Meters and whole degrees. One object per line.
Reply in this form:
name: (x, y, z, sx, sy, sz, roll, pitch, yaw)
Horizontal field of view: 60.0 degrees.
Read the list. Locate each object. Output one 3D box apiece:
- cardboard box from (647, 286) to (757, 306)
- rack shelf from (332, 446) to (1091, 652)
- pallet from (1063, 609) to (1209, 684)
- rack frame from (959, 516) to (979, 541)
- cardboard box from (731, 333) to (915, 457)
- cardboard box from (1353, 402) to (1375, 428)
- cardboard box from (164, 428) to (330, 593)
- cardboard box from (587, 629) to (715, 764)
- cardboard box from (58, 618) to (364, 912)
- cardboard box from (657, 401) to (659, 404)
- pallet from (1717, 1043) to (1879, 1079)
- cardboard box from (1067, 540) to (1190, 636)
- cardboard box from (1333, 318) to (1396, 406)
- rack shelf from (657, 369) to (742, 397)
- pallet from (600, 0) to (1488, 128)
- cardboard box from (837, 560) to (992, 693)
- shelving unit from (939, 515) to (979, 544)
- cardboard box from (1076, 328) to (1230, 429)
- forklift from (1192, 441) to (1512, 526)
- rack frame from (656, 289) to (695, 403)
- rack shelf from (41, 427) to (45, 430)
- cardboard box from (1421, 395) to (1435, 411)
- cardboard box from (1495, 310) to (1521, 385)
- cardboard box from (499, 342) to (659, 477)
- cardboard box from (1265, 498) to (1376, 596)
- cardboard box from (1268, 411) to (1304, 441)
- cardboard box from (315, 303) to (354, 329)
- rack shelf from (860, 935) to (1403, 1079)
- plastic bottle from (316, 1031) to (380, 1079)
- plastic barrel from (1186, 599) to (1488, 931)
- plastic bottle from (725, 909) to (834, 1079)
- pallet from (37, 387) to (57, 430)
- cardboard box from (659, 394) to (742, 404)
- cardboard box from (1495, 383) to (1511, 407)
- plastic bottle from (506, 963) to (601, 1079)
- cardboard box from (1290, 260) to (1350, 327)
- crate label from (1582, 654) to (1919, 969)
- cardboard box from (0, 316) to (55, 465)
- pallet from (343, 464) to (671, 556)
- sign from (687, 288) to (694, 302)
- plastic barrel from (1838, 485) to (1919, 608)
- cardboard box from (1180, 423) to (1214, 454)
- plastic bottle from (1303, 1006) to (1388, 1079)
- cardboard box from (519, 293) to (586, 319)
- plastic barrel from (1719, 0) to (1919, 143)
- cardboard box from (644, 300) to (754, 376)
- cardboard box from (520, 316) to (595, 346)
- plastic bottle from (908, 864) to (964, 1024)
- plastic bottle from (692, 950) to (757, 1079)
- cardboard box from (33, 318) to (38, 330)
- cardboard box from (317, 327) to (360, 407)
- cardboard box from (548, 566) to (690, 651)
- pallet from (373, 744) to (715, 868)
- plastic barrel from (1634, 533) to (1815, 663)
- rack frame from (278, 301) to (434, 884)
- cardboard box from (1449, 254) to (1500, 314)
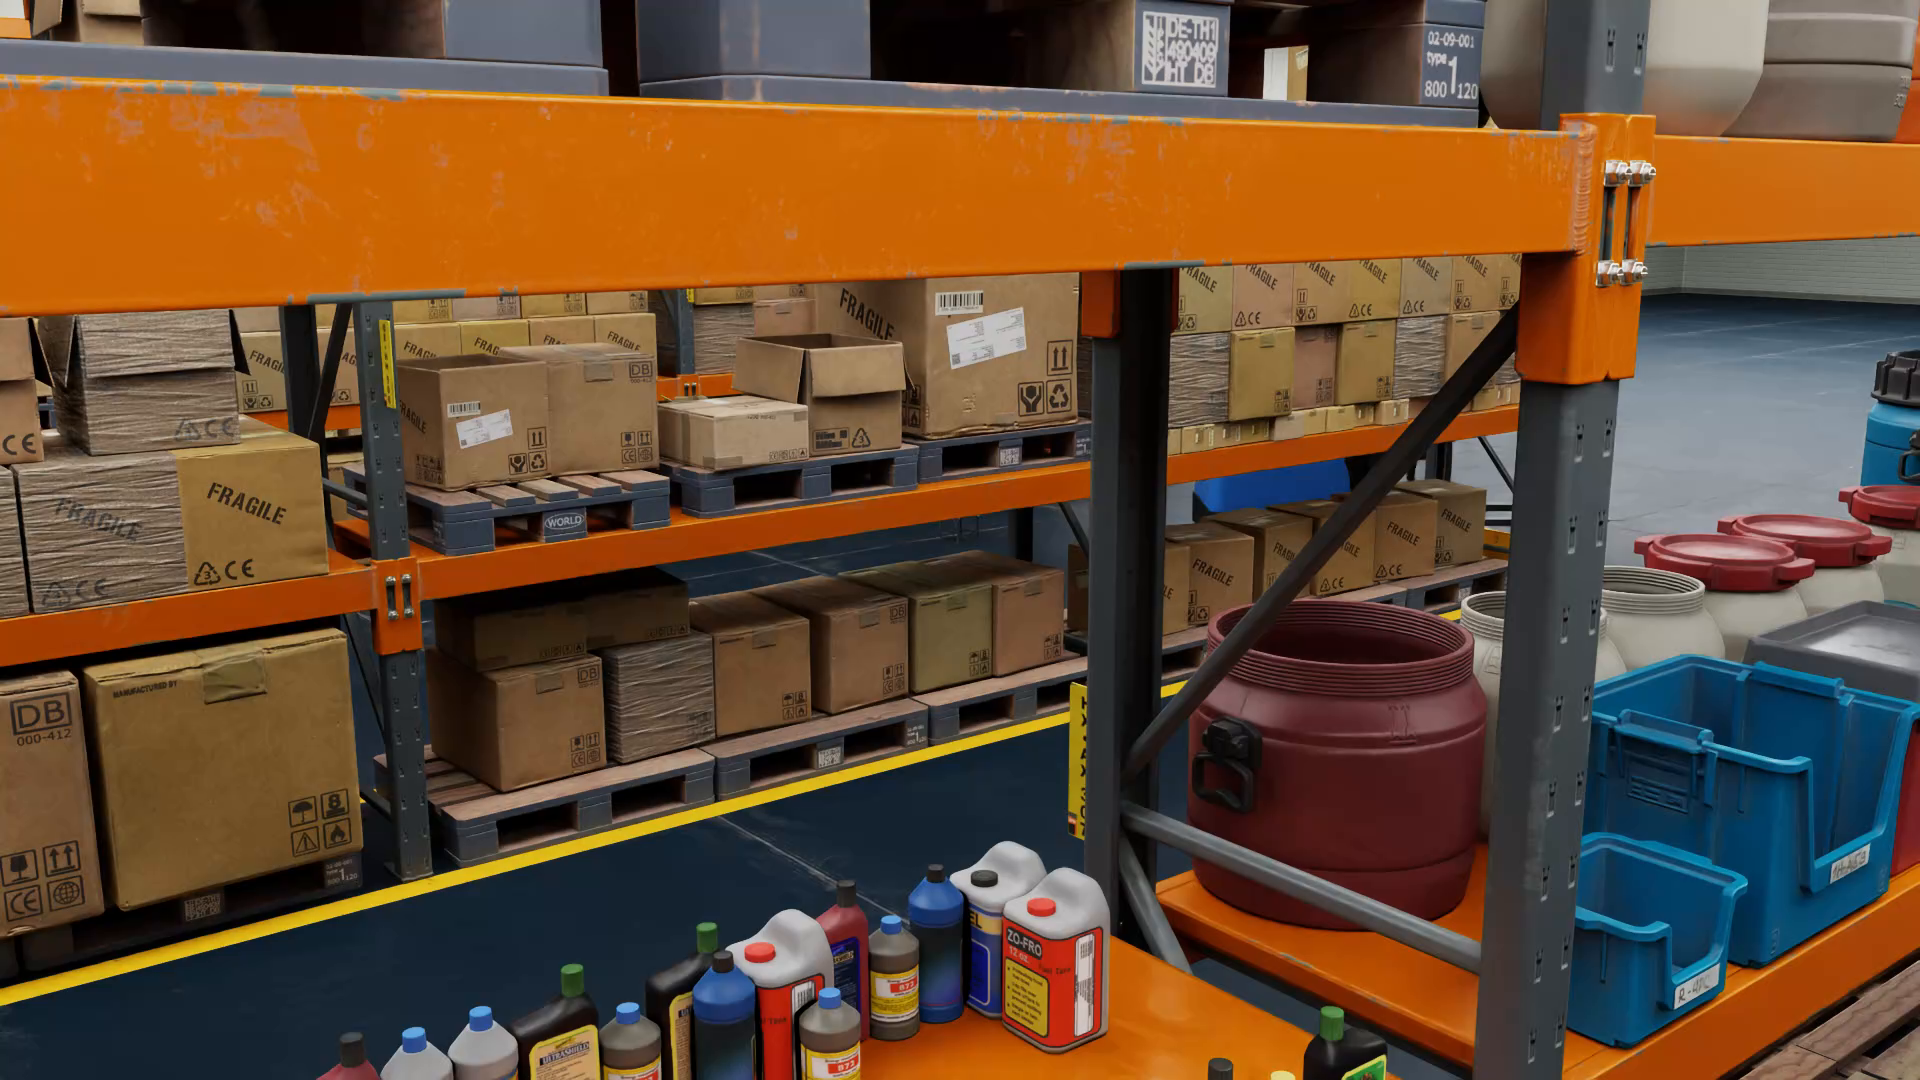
cardboard box: (-2.075, -2.160, 13.120, 0.550, 0.550, 0.875, -9, 15, -38)
rack shelf: (-0.927, -0.087, 8.051, 4.000, 0.370, 1.077, -9, 15, -38)
pallet: (1.137, 0.572, 9.925, 1.213, 0.211, 1.003, -9, 15, -38)
rack frame: (0.073, -0.452, 13.092, 0.006, 0.900, 0.240, -9, 15, -38)
cardboard box: (-0.661, -0.715, 8.014, 0.637, 0.503, 0.797, -8, 14, -32)
cardboard box: (2.321, -0.792, 10.240, 0.250, 0.149, 0.380, -9, 15, -38)
cardboard box: (-2.719, -0.125, 6.253, 0.500, 0.500, 0.500, -9, 15, -36)
cardboard box: (-1.553, 0.663, 7.741, 0.500, 0.500, 0.700, -11, 16, -42)
cardboard box: (-3.040, 0.740, 6.525, 0.875, 0.875, 1.225, -10, 16, -40)
cardboard box: (-3.305, -1.471, 18.444, 0.500, 0.250, 0.500, -9, 15, -37)
pallet: (2.187, 1.736, 4.446, 1.213, 0.211, 1.003, -9, 15, -38)
cardboard box: (0.972, 0.273, 9.628, 0.500, 0.500, 0.500, -10, 16, -39)
cardboard box: (2.181, -1.140, 10.320, 0.500, 0.500, 0.875, -9, 15, -38)
rack shelf: (-0.823, -1.424, 14.346, 4.000, 0.370, 1.077, -9, 15, -38)
pallet: (-0.053, -0.668, 2.286, 1.213, 0.211, 1.003, -9, 15, -38)
cardboard box: (-0.242, 0.444, 8.776, 0.500, 0.500, 0.700, -10, 15, -38)
shelving unit: (-0.006, -0.439, 13.030, 0.210, 0.900, 0.258, -9, 15, -38)
cardboard box: (1.025, -0.942, 9.385, 0.500, 0.500, 0.875, -9, 15, -38)
forklift: (3.405, -1.438, 12.843, 3.031, 2.935, 1.130, 0, 12, 0)
rack frame: (-2.385, -1.516, 13.049, 0.127, 3.000, 1.000, -9, 15, -38)
rack shelf: (-7.070, -0.386, 9.457, 4.000, 0.370, 1.077, -9, 15, -38)
cardboard box: (2.880, -0.896, 10.730, 0.250, 0.149, 0.380, -9, 15, -38)
cardboard box: (3.312, -1.345, 11.286, 0.500, 0.500, 0.875, -9, 15, -38)
cardboard box: (-1.718, -0.599, 7.478, 0.500, 0.500, 0.700, -7, 14, -29)
cardboard box: (2.314, 0.039, 10.730, 0.500, 0.500, 0.500, -8, 14, -32)
cardboard box: (1.782, -0.682, 9.724, 0.250, 0.149, 0.380, -9, 15, -38)
cardboard box: (-4.358, -1.725, 11.382, 0.500, 0.500, 0.700, -10, 15, -39)
rack shelf: (-0.956, 1.235, 1.823, 4.000, 0.370, 1.077, -9, 15, -38)
plastic bottle: (-0.865, 0.827, 2.294, 0.133, 0.283, 0.061, -9, 15, -38)
plastic barrel: (0.779, 0.448, 3.472, 0.708, 0.536, 0.600, -9, 15, -38)
plastic bottle: (-0.295, 0.748, 2.683, 0.135, 0.276, 0.152, -9, 15, -38)
pallet: (-5.998, -0.794, 10.107, 1.003, 0.211, 1.213, -9, 15, -38)
cardboard box: (-1.850, -0.753, 13.557, 0.875, 0.875, 0.875, -9, 15, -37)
cardboard box: (3.469, -0.992, 11.185, 0.250, 0.149, 0.380, -9, 15, -38)
plastic bottle: (-0.609, 0.784, 2.495, 0.133, 0.283, 0.061, -9, 15, -38)
cardboard box: (1.925, -1.529, 9.746, 0.500, 0.500, 0.500, -9, 15, -38)
crate label: (1.550, 0.521, 3.368, 0.616, 0.435, 0.502, -9, 15, -38)
cardboard box: (-3.580, -0.543, 5.809, 0.637, 0.503, 0.797, -9, 15, -36)
pallet: (-1.999, -0.196, 7.291, 1.003, 0.211, 1.213, -9, 15, -38)
sign: (-2.038, -1.957, 12.528, 0.005, 0.325, 0.100, -9, 15, -38)
plastic barrel: (2.845, 0.127, 4.984, 0.433, 0.535, 0.433, 0, 12, 0)
cardboard box: (1.194, -0.585, 9.269, 0.250, 0.149, 0.380, -9, 15, -38)
plastic bottle: (0.556, 0.802, 2.410, 0.133, 0.283, 0.061, -9, 15, -38)
cardboard box: (-3.169, -1.922, 12.311, 0.500, 0.500, 0.700, -10, 15, -39)
plastic barrel: (1.383, -1.160, 2.943, 0.600, 0.901, 0.600, 0, 12, 0)
cardboard box: (-2.104, -1.640, 13.268, 0.550, 0.550, 0.875, -9, 15, -38)
cardboard box: (-3.020, -1.389, 12.206, 0.500, 0.500, 0.500, -10, 15, -38)
plastic bottle: (-0.042, 0.701, 2.917, 0.097, 0.271, 0.097, 0, 12, 0)
plastic bottle: (-0.365, 0.771, 2.587, 0.097, 0.271, 0.097, 0, 12, 0)
cardboard box: (-5.604, -1.233, 9.875, 0.250, 0.149, 0.380, -10, 16, -40)
cardboard box: (-4.200, -1.193, 11.283, 0.500, 0.500, 0.500, -9, 15, -38)
cardboard box: (-1.576, 0.299, 7.654, 0.500, 0.250, 0.500, -7, 14, -31)
pallet: (-1.877, 1.083, 7.520, 1.213, 0.211, 1.003, -9, 15, -38)
plastic barrel: (1.934, 0.278, 4.271, 0.433, 0.535, 0.433, 0, 12, 0)
rack frame: (-2.488, -0.180, 6.754, 0.127, 3.000, 1.000, -9, 15, -38)
cardboard box: (3.096, -1.724, 10.663, 0.500, 0.500, 0.500, -9, 15, -38)
